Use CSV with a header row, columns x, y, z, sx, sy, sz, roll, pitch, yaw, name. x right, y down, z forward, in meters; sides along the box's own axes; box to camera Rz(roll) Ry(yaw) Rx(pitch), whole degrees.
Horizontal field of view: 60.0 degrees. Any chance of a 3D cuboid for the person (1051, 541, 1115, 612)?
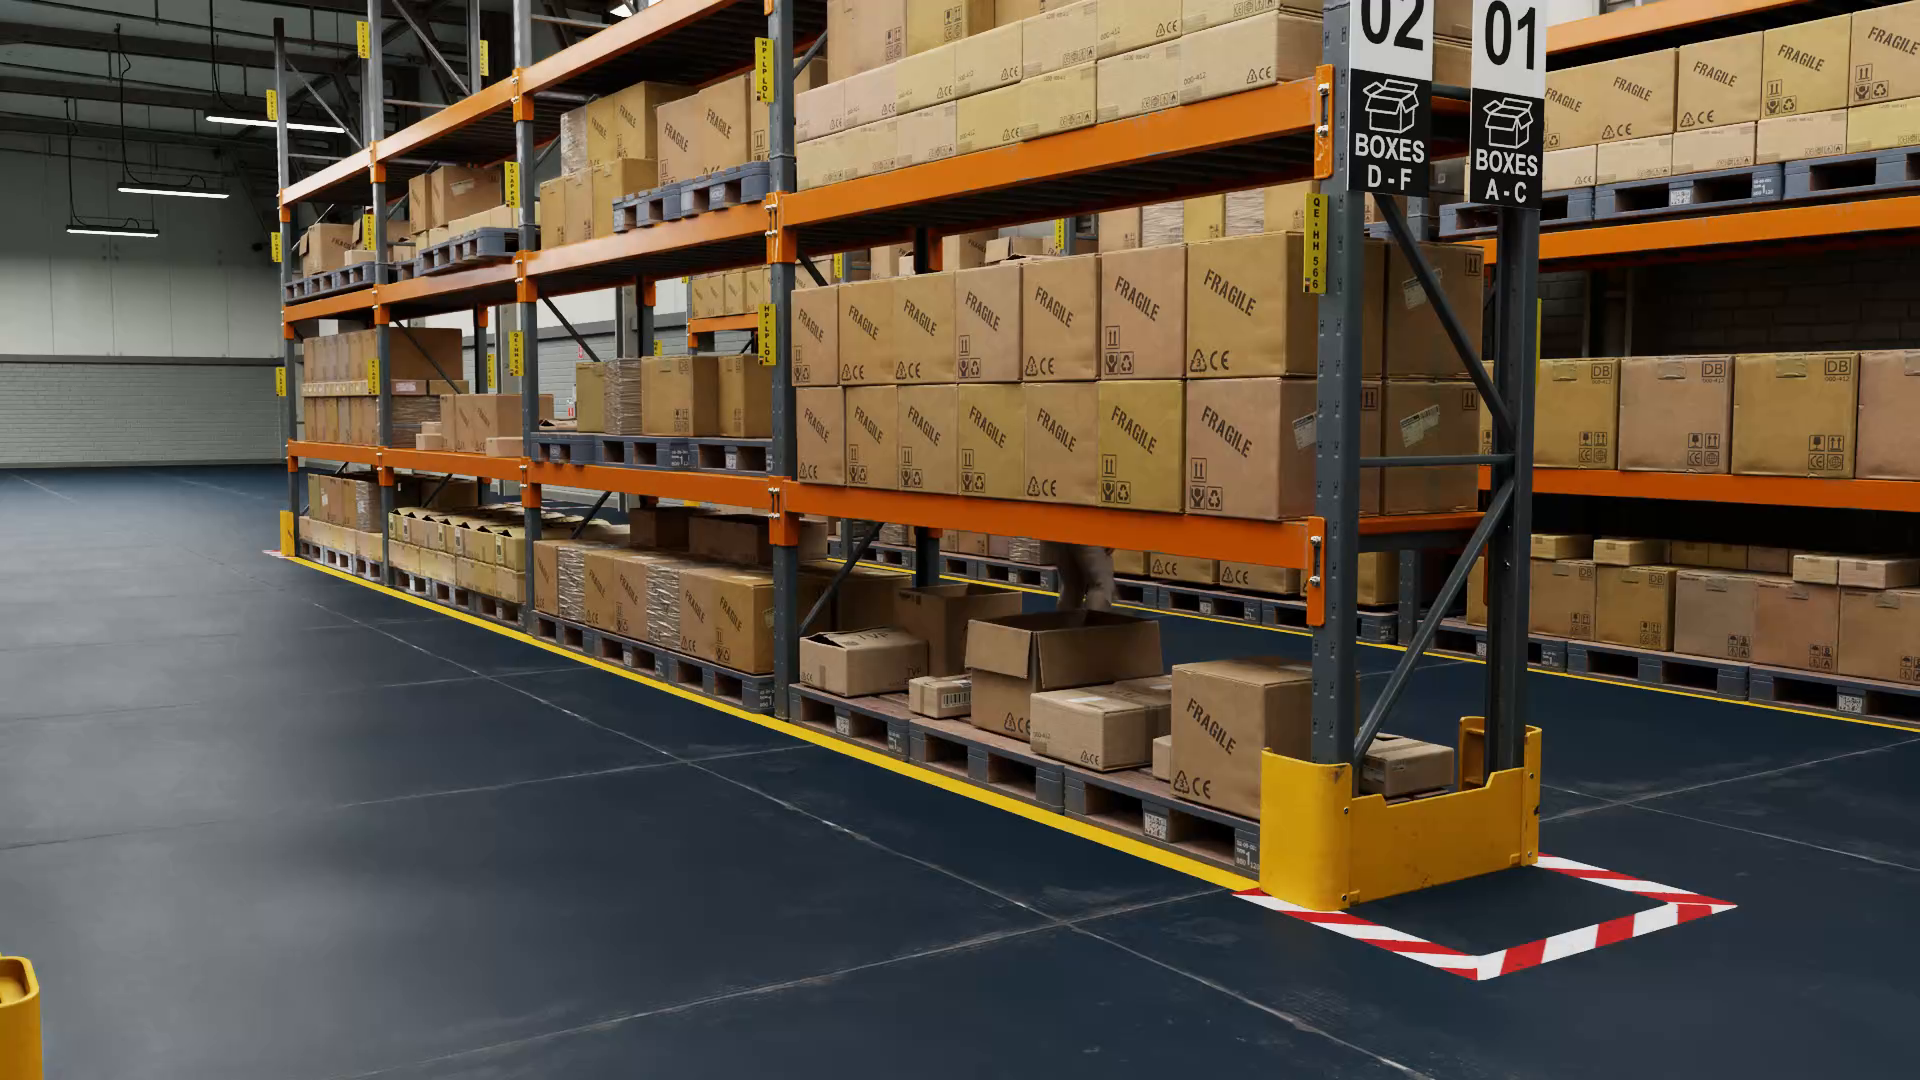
x,y,z,sx,sy,sz,roll,pitch,yaw,name
0.827,-0.058,11.128,0.390,1.725,0.594,-3,6,-37,person
